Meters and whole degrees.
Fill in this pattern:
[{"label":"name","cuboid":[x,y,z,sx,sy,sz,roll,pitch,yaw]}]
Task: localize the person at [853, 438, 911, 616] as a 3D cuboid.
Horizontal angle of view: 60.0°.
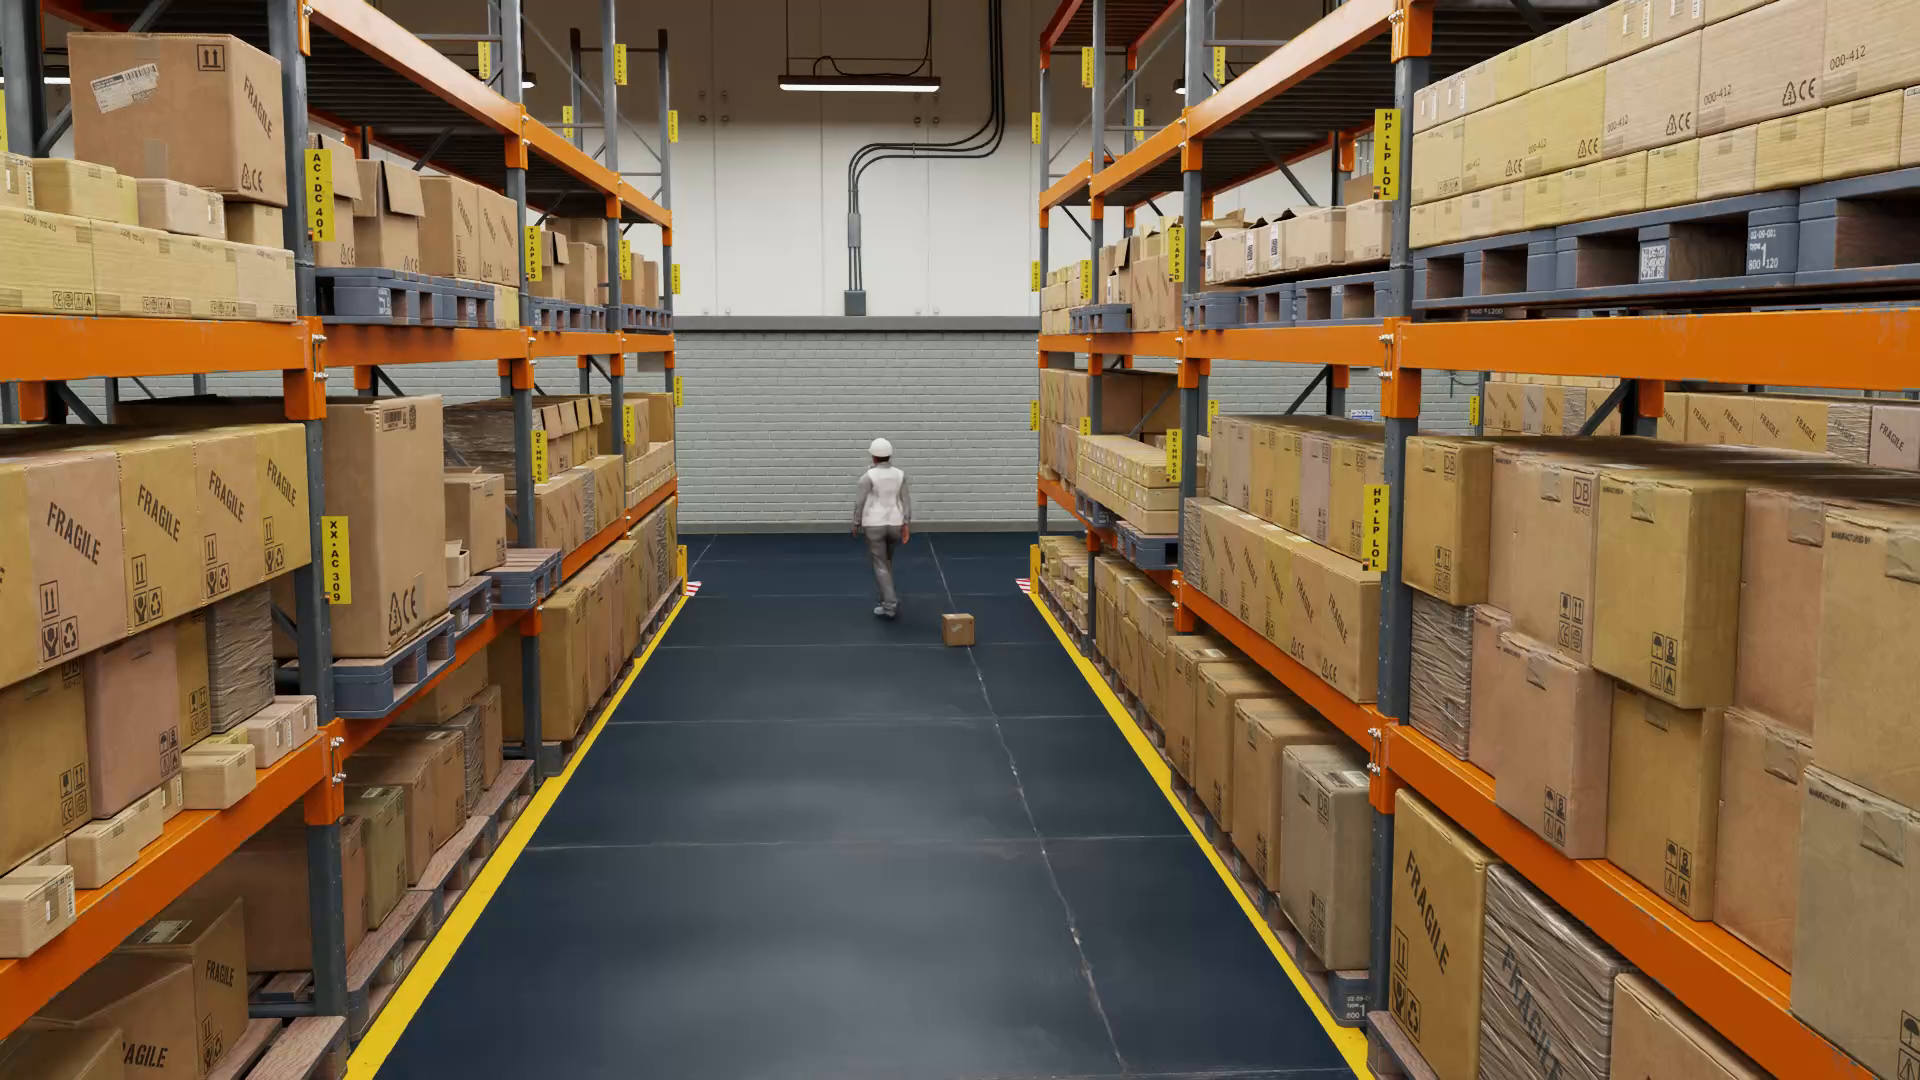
[{"label":"person","cuboid":[-0.792,-0.102,16.611,0.551,1.830,0.629,-5,8,-34]}]
